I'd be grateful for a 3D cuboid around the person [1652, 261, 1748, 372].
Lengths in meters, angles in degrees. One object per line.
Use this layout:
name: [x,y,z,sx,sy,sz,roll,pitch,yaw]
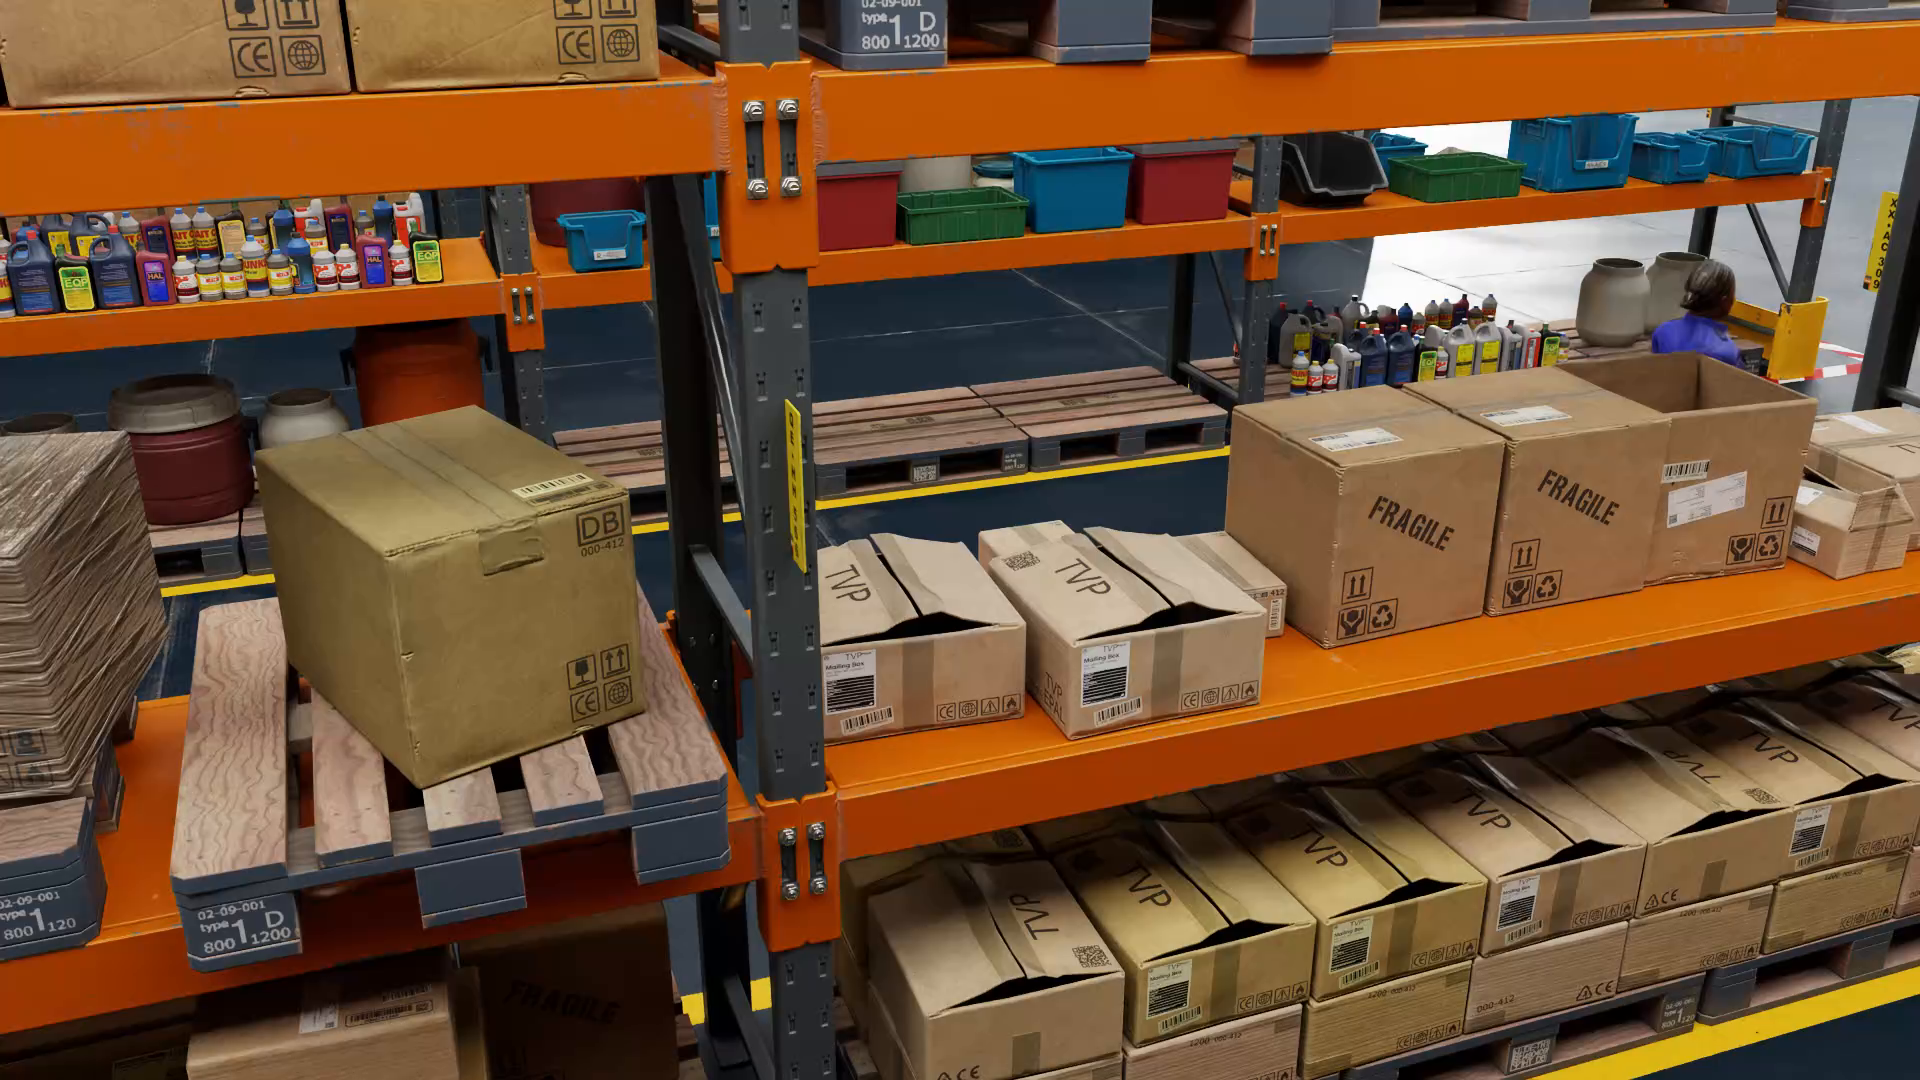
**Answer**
person: [2.962,-0.330,6.836,0.539,1.645,0.474,-8,24,-19]
